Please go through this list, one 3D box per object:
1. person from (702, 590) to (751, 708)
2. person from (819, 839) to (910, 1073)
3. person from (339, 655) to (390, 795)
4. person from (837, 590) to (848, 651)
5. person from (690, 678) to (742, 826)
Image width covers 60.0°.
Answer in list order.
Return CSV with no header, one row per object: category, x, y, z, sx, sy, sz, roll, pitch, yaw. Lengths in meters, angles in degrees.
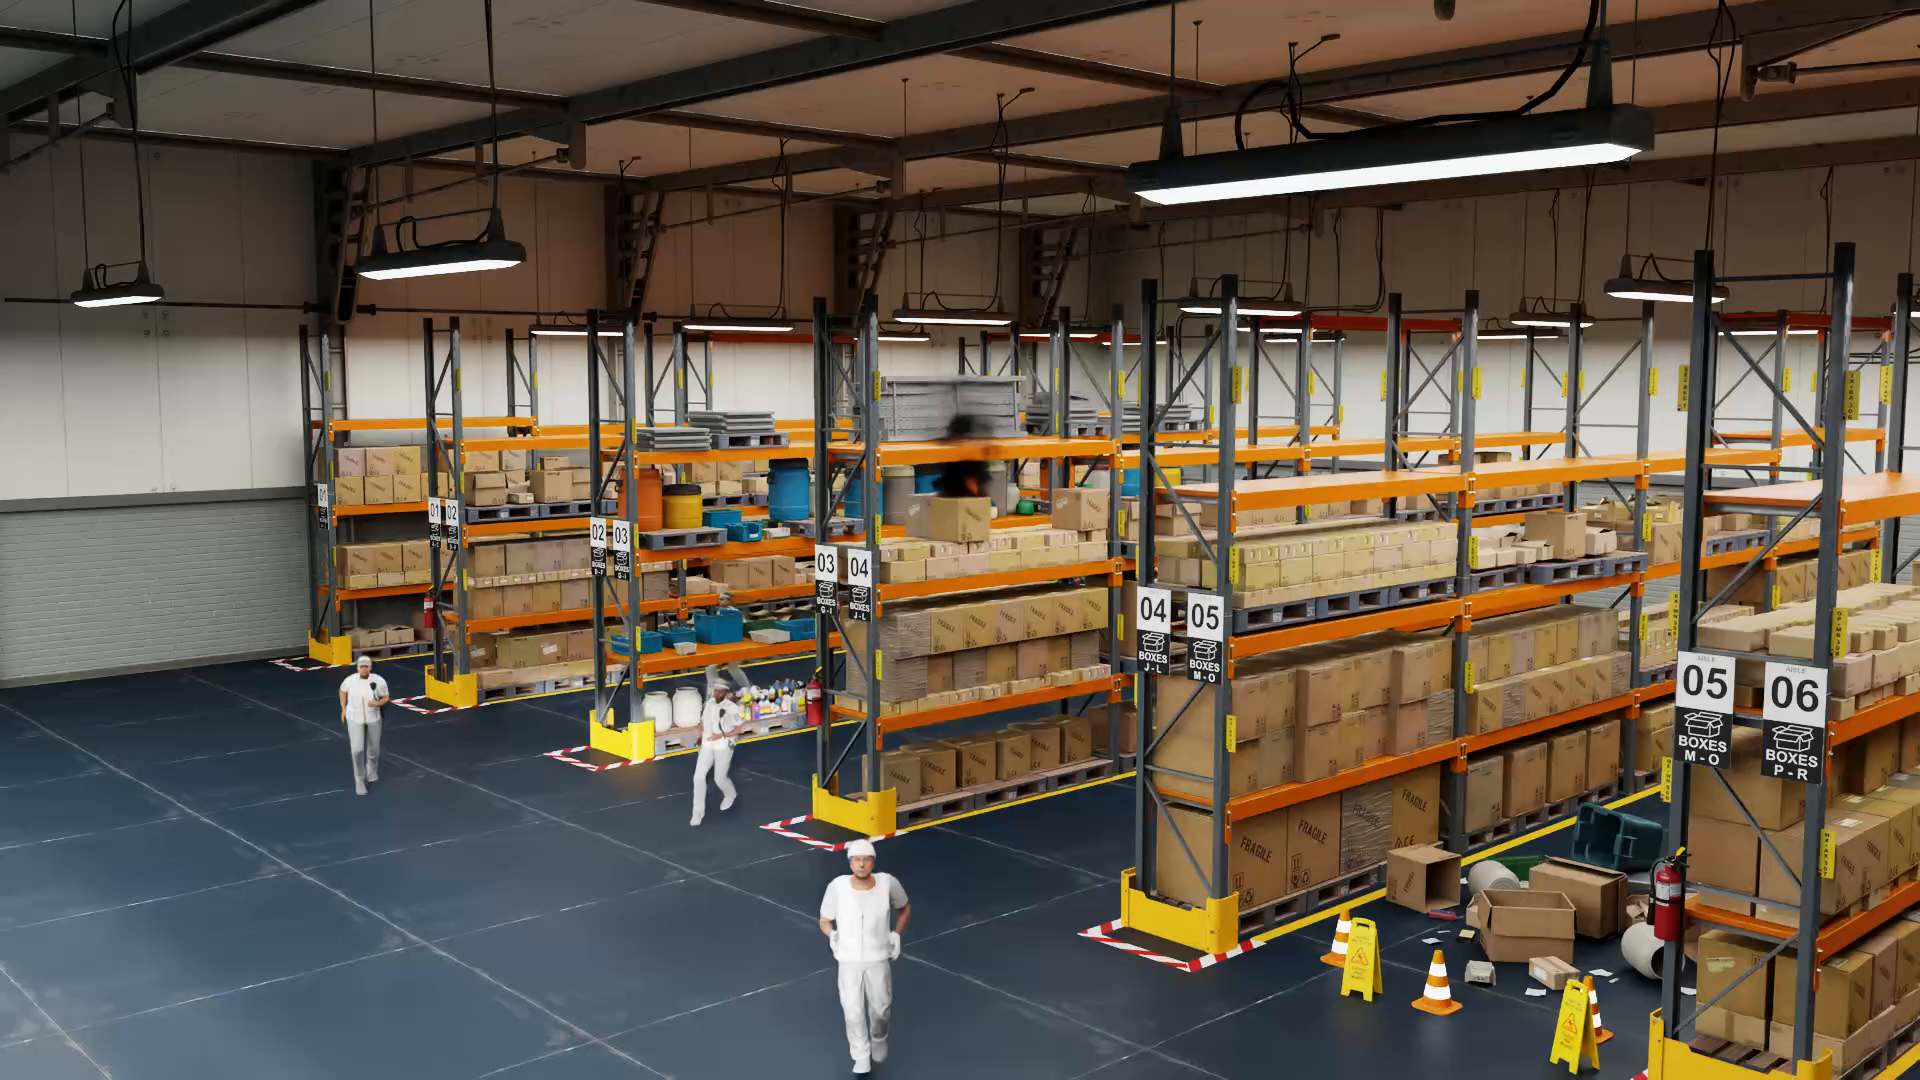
person,-3.643,1.671,25.819,0.643,1.833,0.818,6,8,44
person,-0.701,3.066,12.157,0.669,1.737,0.589,0,6,-1
person,-7.347,2.273,20.558,0.570,1.724,0.821,-2,6,-22
person,-1.904,1.398,28.803,0.671,1.834,0.733,5,8,42
person,-2.762,2.420,19.225,0.604,1.726,0.835,2,6,22
